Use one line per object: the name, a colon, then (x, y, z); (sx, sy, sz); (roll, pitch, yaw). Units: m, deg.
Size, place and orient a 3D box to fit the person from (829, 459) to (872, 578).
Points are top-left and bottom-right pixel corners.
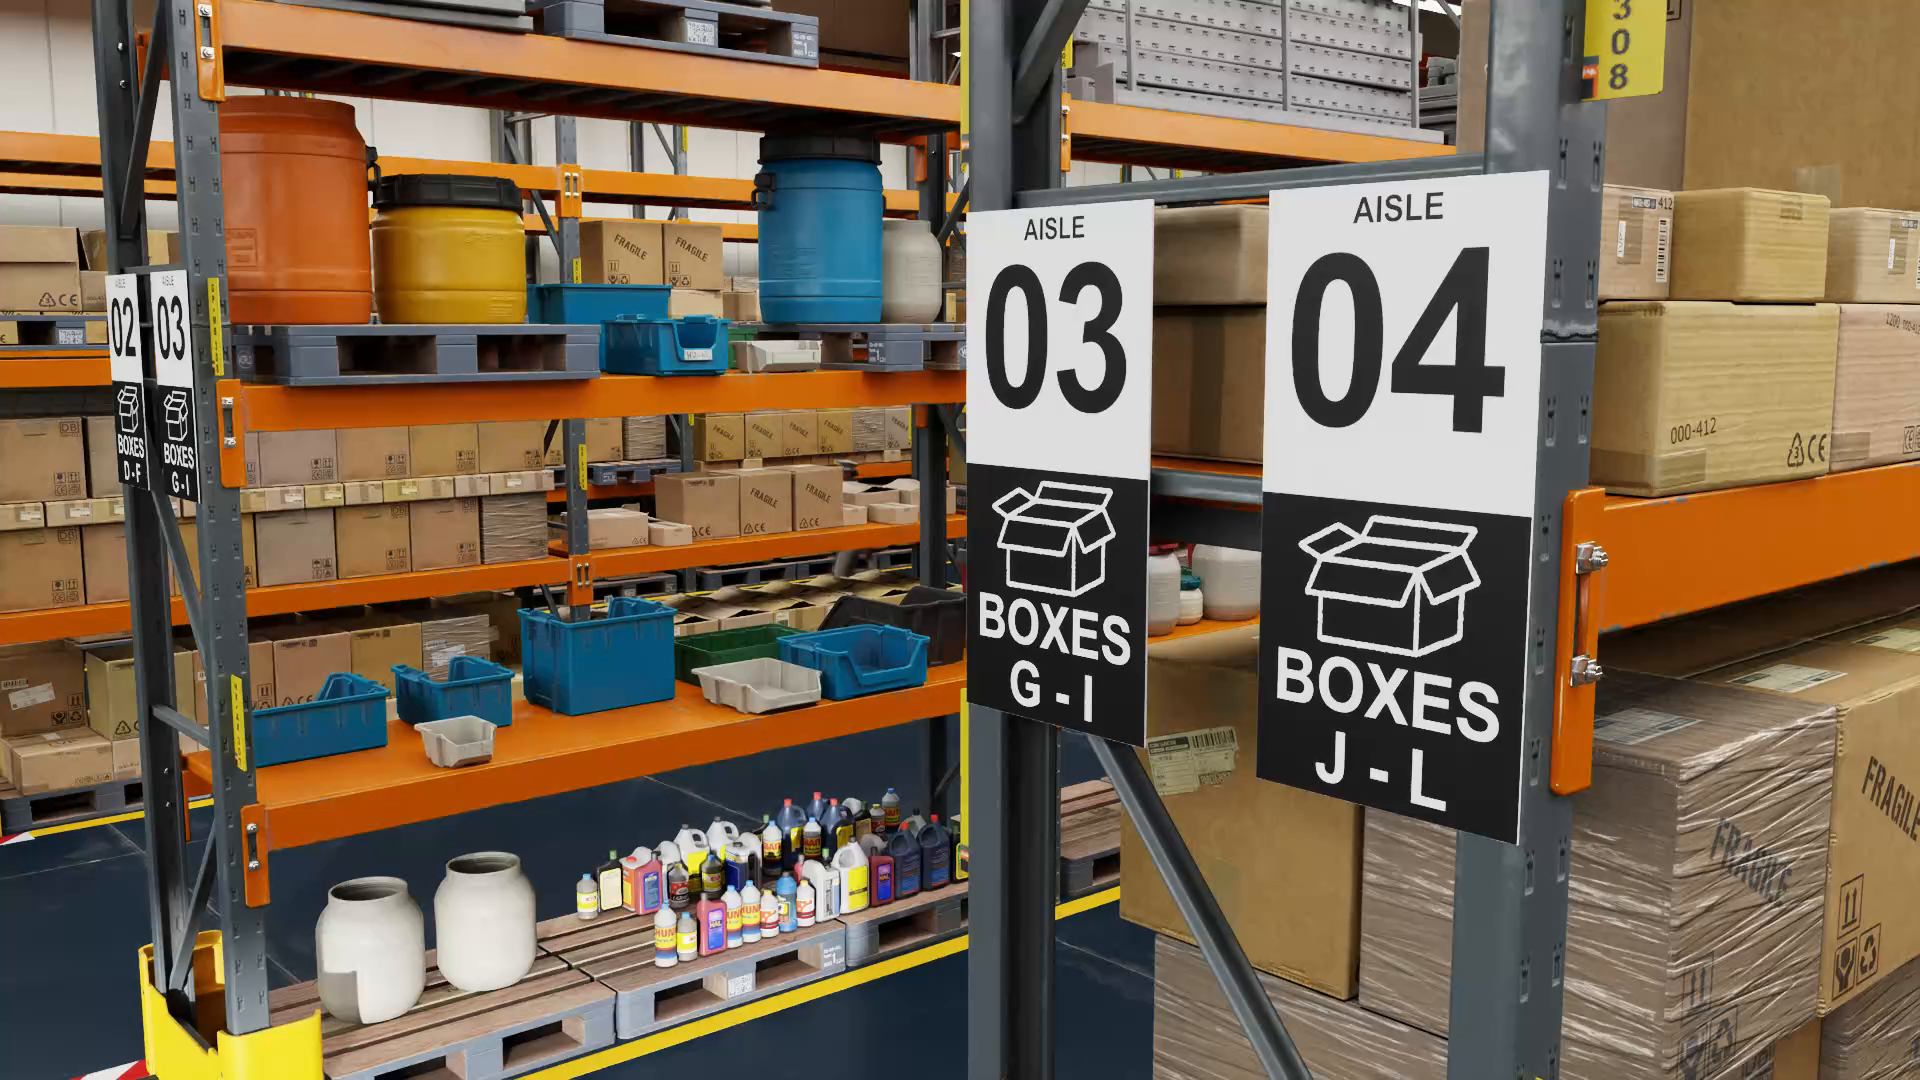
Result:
person: (-1.104, 0.048, 16.382); (0.481, 1.705, 0.497); (-5, 9, -33)
